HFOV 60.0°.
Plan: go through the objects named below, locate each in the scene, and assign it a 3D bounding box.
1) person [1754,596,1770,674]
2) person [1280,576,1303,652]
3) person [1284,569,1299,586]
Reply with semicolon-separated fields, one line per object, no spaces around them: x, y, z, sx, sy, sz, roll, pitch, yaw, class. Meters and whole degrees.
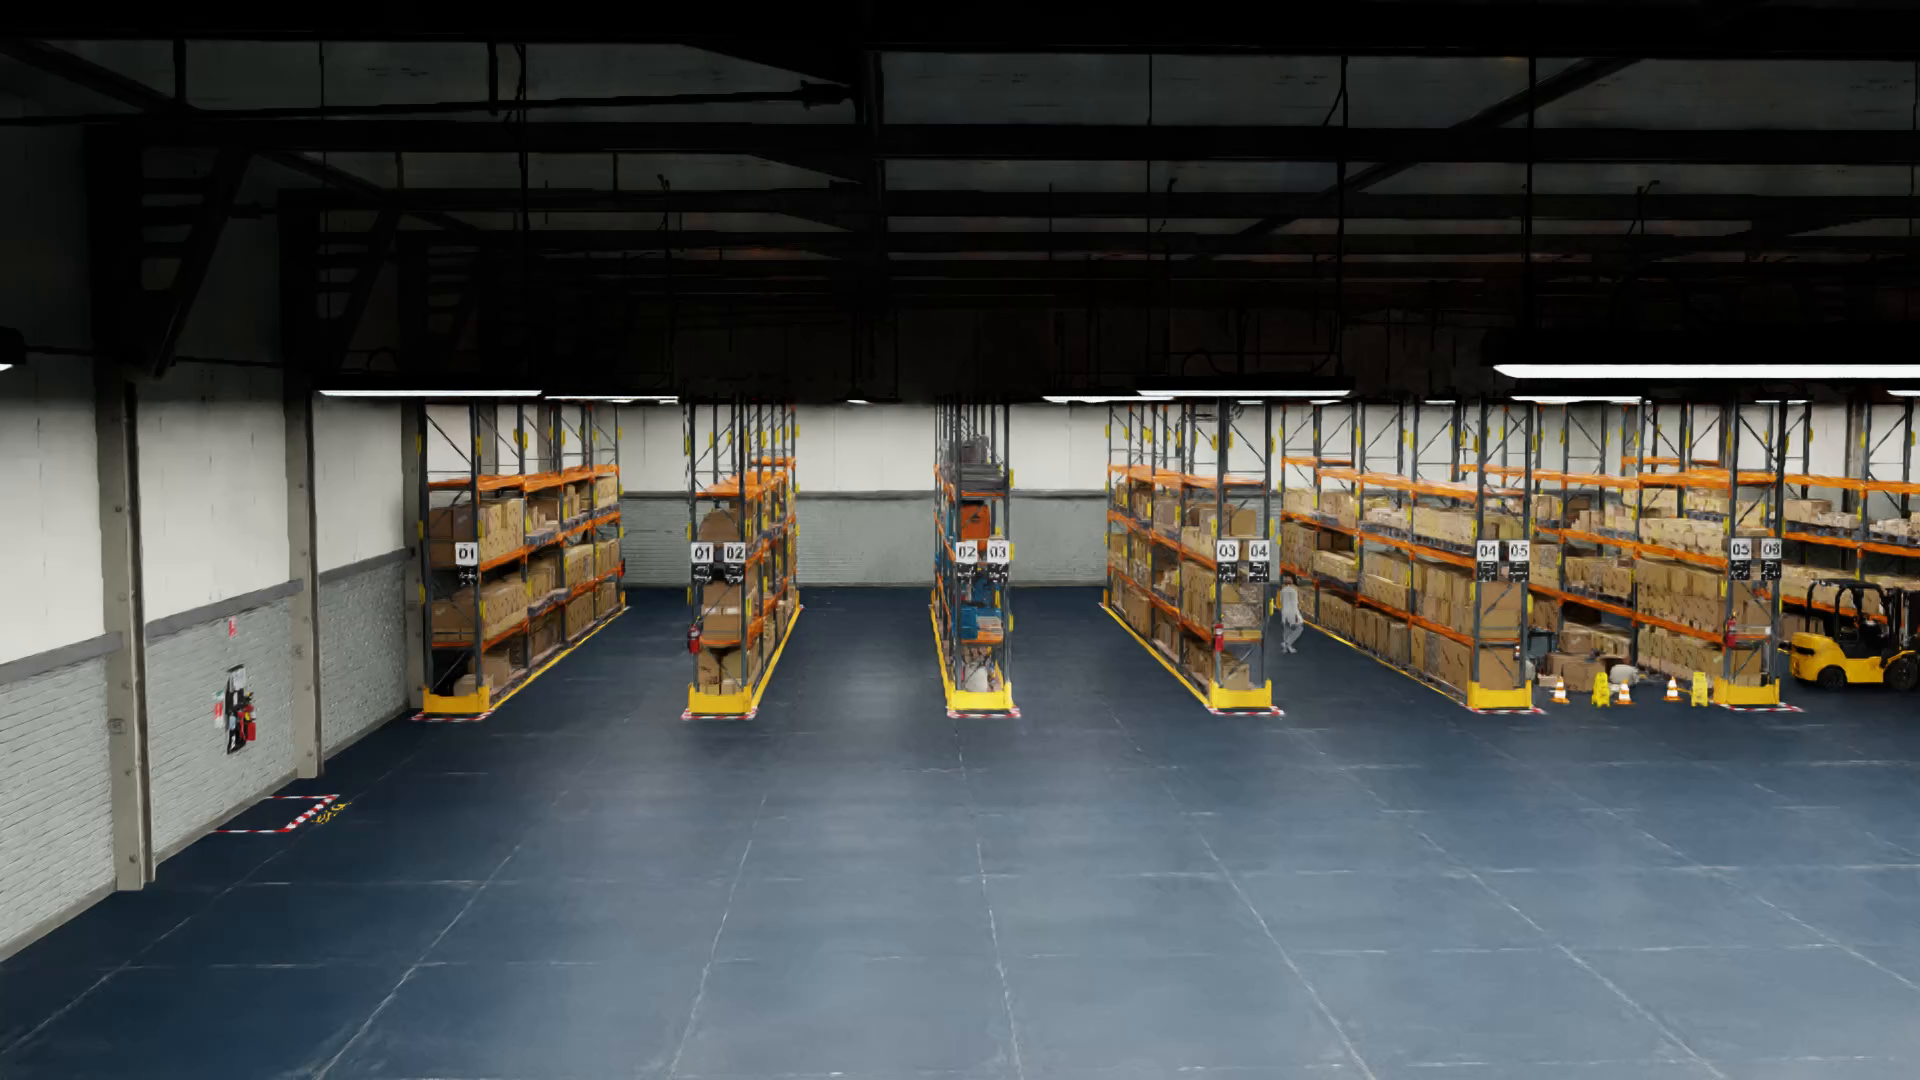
17.186;2.020;35.749;0.556;1.659;0.598;3;5;29;person
7.677;1.737;38.693;0.517;1.775;0.629;-2;5;-27;person
9.989;0.826;50.150;0.619;1.772;0.577;3;5;33;person
